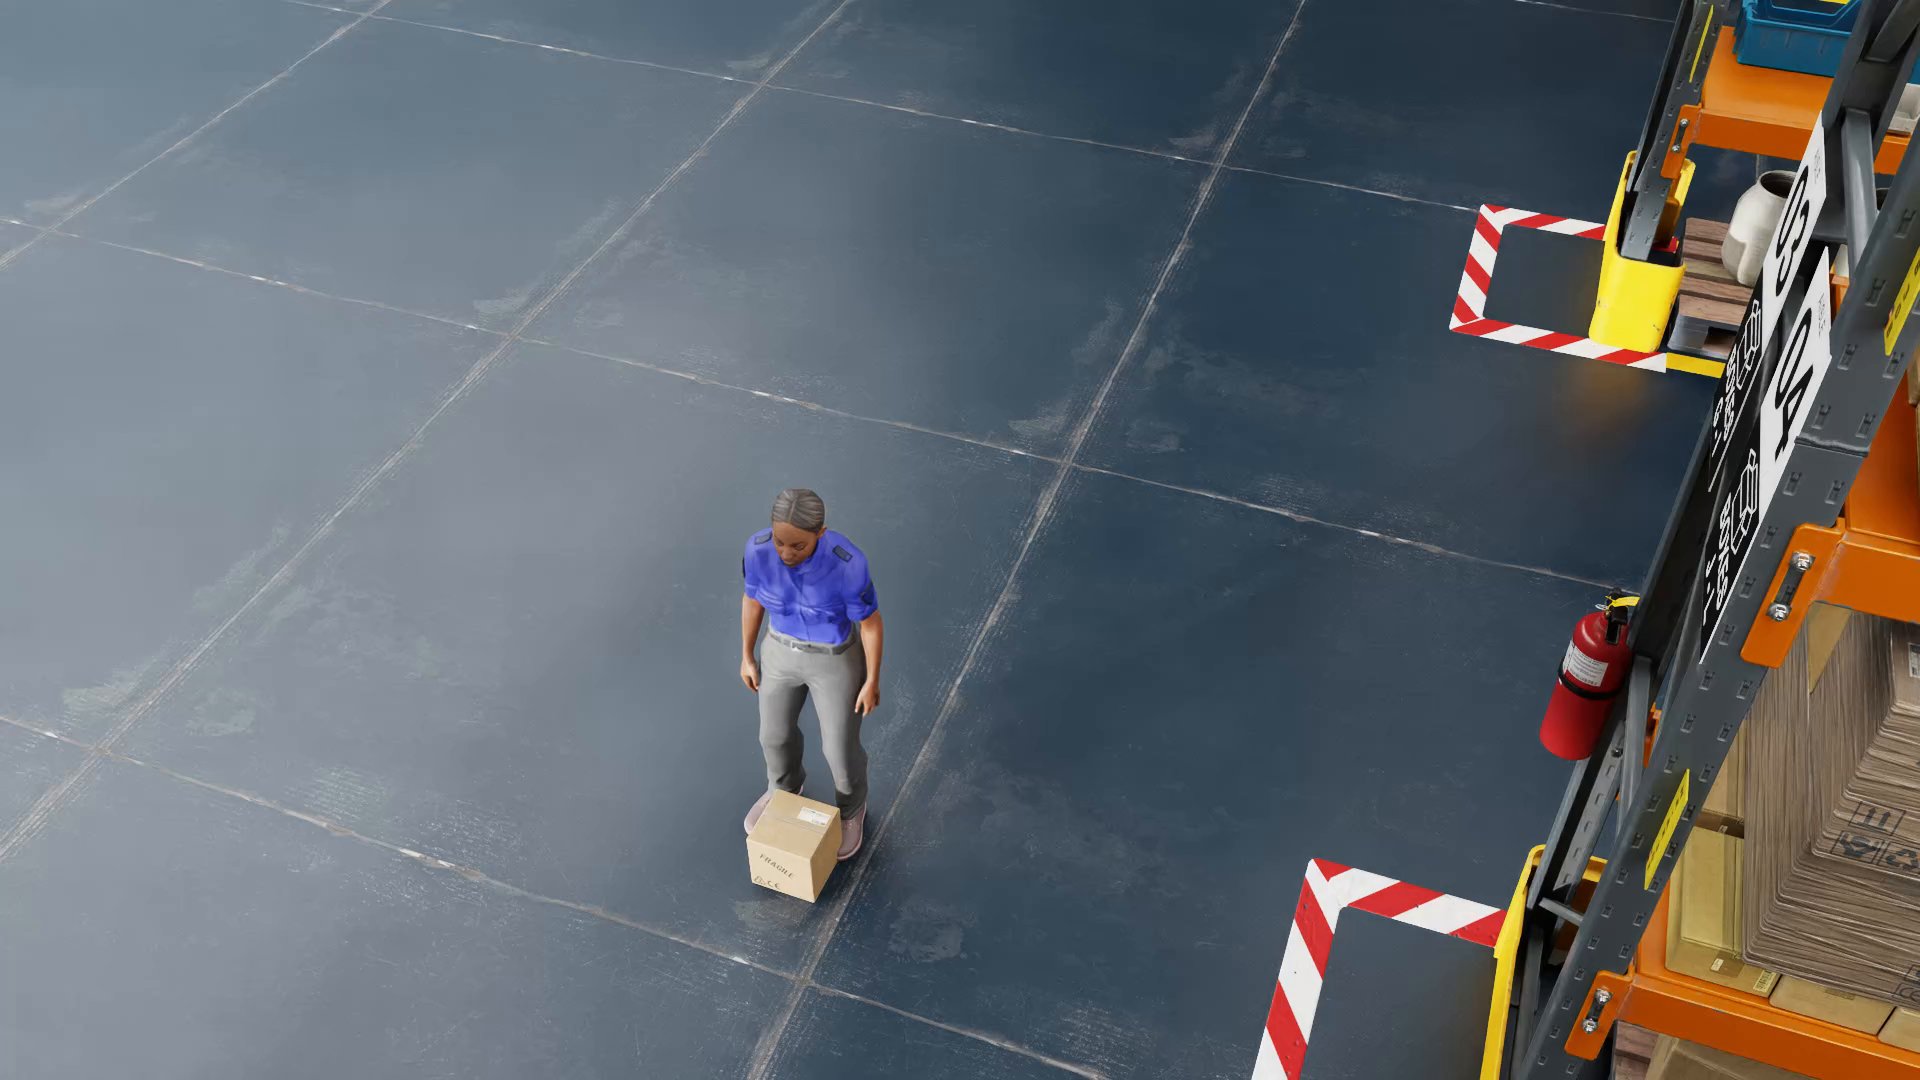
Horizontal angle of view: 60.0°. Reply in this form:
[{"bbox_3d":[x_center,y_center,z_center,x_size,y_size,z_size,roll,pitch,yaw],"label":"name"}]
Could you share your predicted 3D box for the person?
[{"bbox_3d":[-0.519,0.430,5.681,0.532,1.655,0.348,12,43,13],"label":"person"}]
